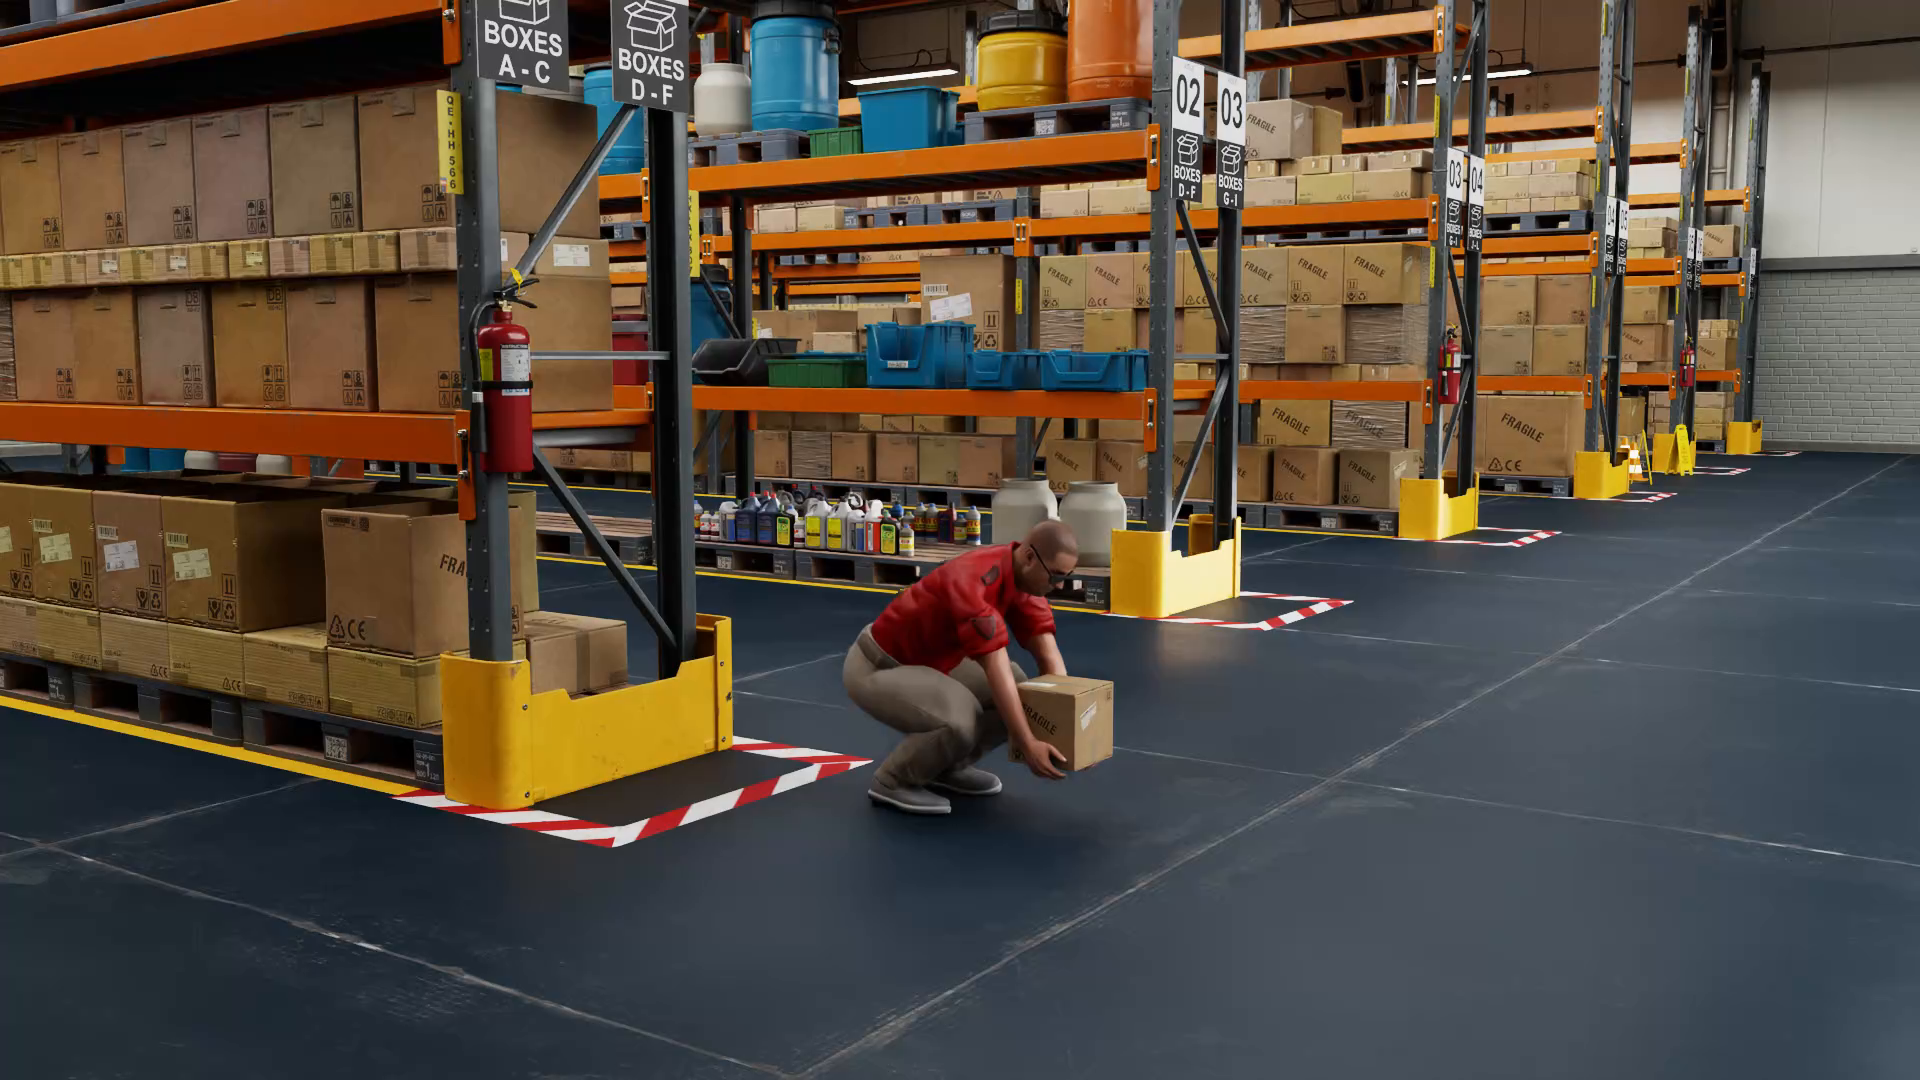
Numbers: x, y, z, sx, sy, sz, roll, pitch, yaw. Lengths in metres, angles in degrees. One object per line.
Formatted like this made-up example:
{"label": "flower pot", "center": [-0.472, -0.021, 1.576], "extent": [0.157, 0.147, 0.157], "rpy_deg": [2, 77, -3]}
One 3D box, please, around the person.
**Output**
{"label": "person", "center": [0.044, 0.417, 5.573], "extent": [0.885, 0.977, 0.540], "rpy_deg": [4, 7, 32]}
